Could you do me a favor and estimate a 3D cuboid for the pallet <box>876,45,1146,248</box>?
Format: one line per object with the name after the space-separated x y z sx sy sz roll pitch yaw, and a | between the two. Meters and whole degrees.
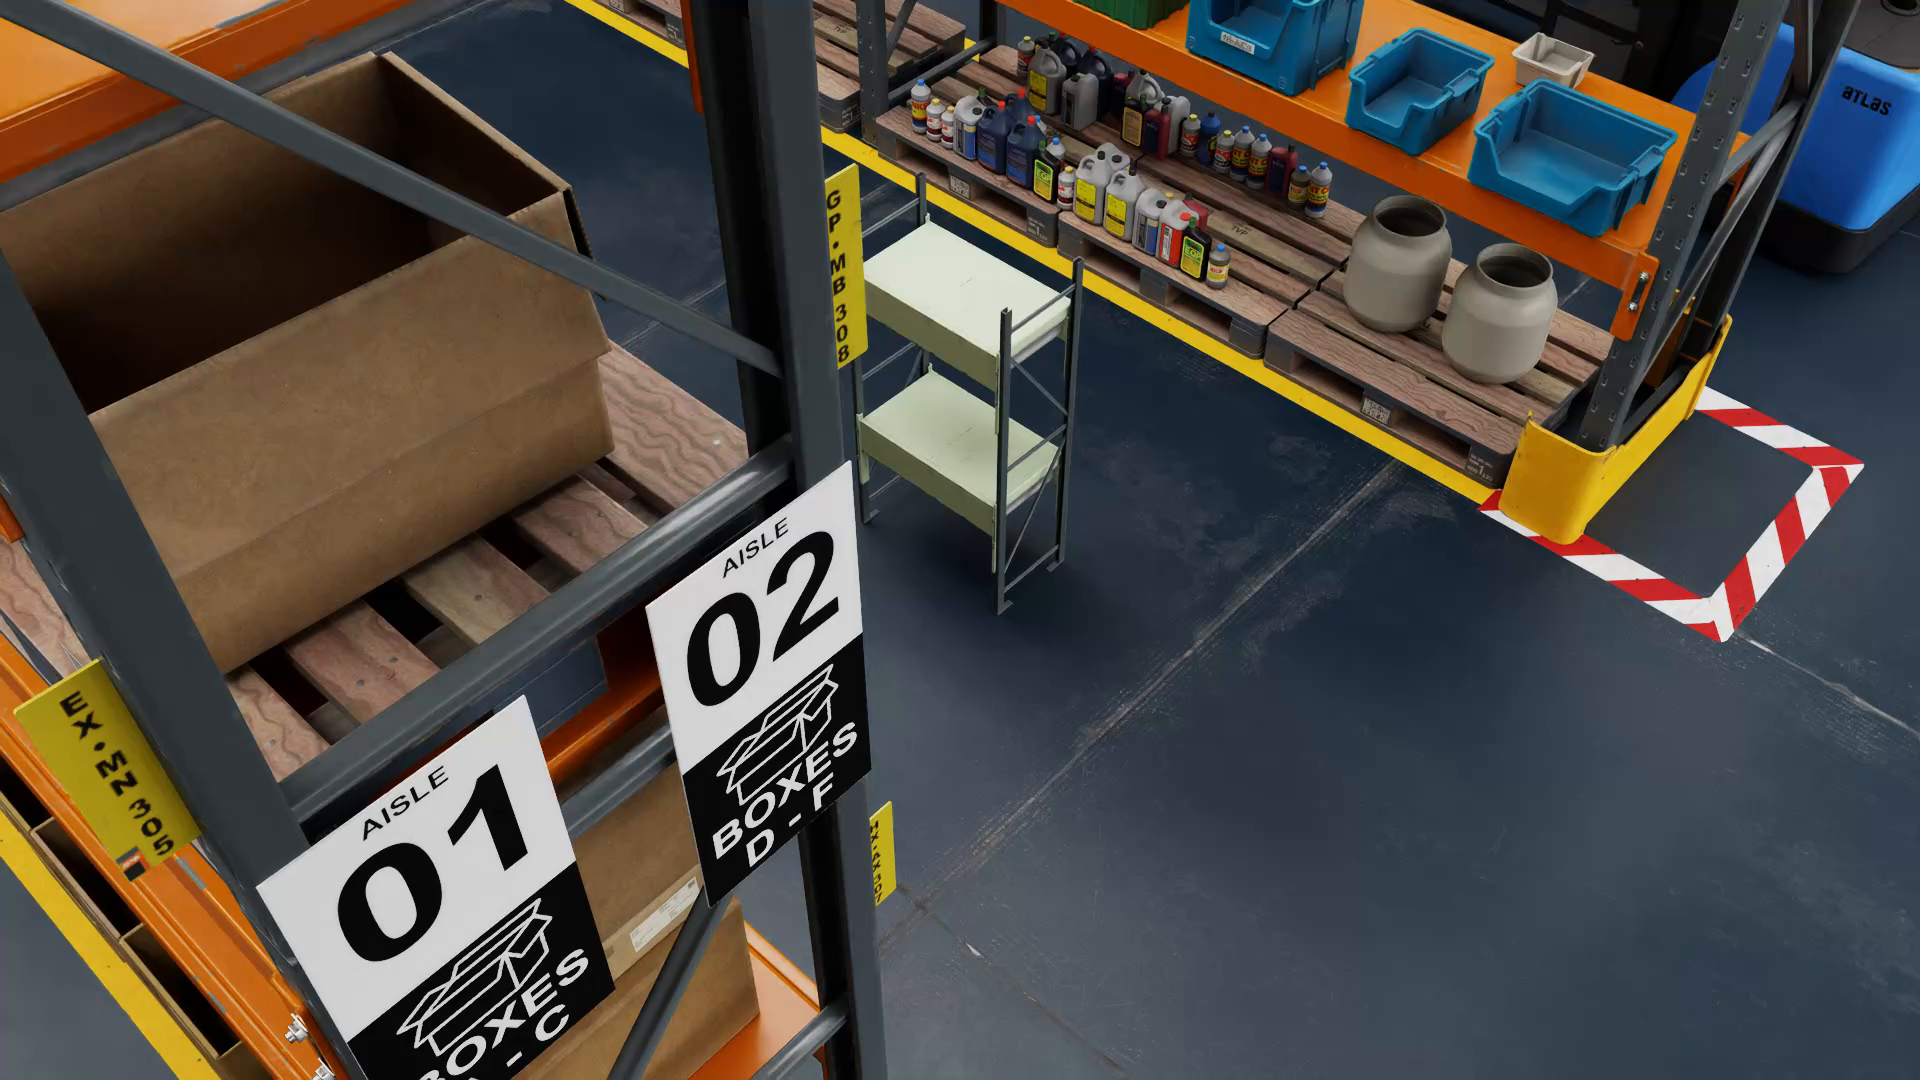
0.335 -2.042 8.522 1.213 0.211 1.003 34 55 28 | pallet

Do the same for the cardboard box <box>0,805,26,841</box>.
-2.994 0.740 5.596 0.500 0.250 0.500 34 55 28 | cardboard box

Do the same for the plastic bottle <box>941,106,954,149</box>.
-0.044 -2.051 8.236 0.097 0.201 0.097 0 47 0 | plastic bottle

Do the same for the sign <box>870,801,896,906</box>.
-0.172 0.661 3.424 0.005 0.325 0.100 34 55 28 | sign

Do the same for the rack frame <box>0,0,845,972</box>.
-0.553 -0.775 1.305 0.127 3.000 1.000 34 55 28 | rack frame

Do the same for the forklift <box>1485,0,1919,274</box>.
3.474 -3.240 7.782 1.130 2.935 3.031 -35 56 -28 | forklift

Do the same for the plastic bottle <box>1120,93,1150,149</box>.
0.866 -2.085 8.212 0.133 0.283 0.061 34 55 28 | plastic bottle

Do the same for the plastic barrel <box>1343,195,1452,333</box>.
1.905 -1.198 7.235 0.421 0.512 0.421 0 47 0 | plastic barrel

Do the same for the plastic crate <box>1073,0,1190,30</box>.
0.676 -2.456 7.144 0.662 0.188 0.450 34 55 28 | plastic crate

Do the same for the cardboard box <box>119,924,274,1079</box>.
-1.894 1.227 4.624 0.500 0.500 0.500 34 55 28 | cardboard box

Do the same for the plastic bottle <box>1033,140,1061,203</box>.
0.413 -1.753 7.900 0.061 0.283 0.133 -36 56 -29 | plastic bottle

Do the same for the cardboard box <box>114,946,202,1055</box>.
-2.258 1.234 5.132 0.500 0.250 0.500 34 55 28 | cardboard box

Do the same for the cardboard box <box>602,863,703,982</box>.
-0.696 0.713 3.509 0.250 0.149 0.380 34 55 27 | cardboard box

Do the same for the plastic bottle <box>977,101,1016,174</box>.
0.181 -1.973 8.061 0.185 0.351 0.144 35 56 29 | plastic bottle

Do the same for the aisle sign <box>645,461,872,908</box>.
-0.297 0.257 2.668 0.004 0.787 0.394 34 55 28 | aisle sign

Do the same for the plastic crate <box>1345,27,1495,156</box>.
1.765 -1.734 6.422 0.408 0.251 0.499 34 55 28 | plastic crate

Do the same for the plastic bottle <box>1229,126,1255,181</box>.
1.363 -1.872 8.020 0.097 0.271 0.097 0 47 0 | plastic bottle

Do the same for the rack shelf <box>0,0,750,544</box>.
-2.023 -1.381 2.641 4.000 0.370 1.077 34 55 28 | rack shelf

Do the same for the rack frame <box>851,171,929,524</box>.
-0.264 -0.691 6.370 0.023 1.500 0.400 34 55 28 | rack frame

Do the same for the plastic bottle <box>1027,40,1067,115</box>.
0.441 -2.354 8.417 0.185 0.351 0.144 34 55 28 | plastic bottle

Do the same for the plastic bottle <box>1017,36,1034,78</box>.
0.348 -2.531 8.687 0.097 0.201 0.097 0 47 0 | plastic bottle

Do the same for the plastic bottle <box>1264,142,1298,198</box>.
1.534 -1.779 7.924 0.133 0.283 0.061 35 56 28 | plastic bottle

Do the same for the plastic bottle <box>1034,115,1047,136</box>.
0.370 -1.939 8.083 0.097 0.271 0.097 0 47 0 | plastic bottle

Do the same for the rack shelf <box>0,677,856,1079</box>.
-2.023 0.536 4.683 4.000 0.370 1.077 34 55 28 | rack shelf

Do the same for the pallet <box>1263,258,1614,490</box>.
2.128 -0.836 7.390 1.213 0.211 1.003 34 55 28 | pallet

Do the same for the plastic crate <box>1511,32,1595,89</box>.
2.370 -1.898 6.655 0.250 0.136 0.298 34 55 28 | plastic crate

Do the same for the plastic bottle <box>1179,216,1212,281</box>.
1.064 -1.315 7.489 0.133 0.283 0.061 35 56 28 | plastic bottle

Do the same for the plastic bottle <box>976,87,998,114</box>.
0.134 -2.091 8.218 0.133 0.283 0.061 34 55 28 | plastic bottle

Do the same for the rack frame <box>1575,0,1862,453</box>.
2.809 -1.373 5.982 0.127 3.000 1.000 34 55 28 | rack frame

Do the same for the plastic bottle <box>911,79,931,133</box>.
-0.194 -2.175 8.304 0.097 0.271 0.097 0 47 0 | plastic bottle

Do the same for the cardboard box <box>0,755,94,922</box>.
-2.629 0.733 5.088 0.500 0.500 0.500 34 55 28 | cardboard box

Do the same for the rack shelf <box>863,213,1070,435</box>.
0.005 -0.777 5.916 0.720 0.370 0.431 34 55 28 | rack shelf

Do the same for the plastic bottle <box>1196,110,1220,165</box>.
1.214 -1.972 8.114 0.097 0.271 0.097 0 47 0 | plastic bottle

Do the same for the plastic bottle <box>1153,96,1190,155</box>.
1.033 -2.068 8.201 0.135 0.276 0.152 35 56 28 | plastic bottle

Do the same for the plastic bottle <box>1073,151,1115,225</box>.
0.632 -1.670 7.776 0.185 0.351 0.144 34 55 27 | plastic bottle

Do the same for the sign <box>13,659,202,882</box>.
-0.932 0.260 1.838 0.005 0.325 0.100 34 55 28 | sign

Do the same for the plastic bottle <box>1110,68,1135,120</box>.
0.827 -2.255 8.371 0.061 0.283 0.133 -35 56 -28 | plastic bottle

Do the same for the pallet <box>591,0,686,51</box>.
-1.635 -3.367 9.767 1.213 0.211 1.003 34 55 28 | pallet

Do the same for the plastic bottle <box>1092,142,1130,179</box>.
0.714 -1.736 7.889 0.135 0.276 0.152 34 55 28 | plastic bottle

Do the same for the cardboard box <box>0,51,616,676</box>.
-0.973 -0.262 2.426 0.797 0.503 0.637 -34 56 -28 | cardboard box

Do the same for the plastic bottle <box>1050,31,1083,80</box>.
0.538 -2.431 8.490 0.185 0.351 0.144 33 55 27 | plastic bottle

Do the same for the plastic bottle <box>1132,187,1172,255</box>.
0.893 -1.473 7.642 0.135 0.276 0.152 32 55 27 | plastic bottle

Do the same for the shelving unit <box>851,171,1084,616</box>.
0.005 -0.510 6.200 0.755 1.500 0.431 34 55 28 | shelving unit

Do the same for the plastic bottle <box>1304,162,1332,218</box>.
1.688 -1.653 7.814 0.097 0.271 0.097 0 47 0 | plastic bottle
